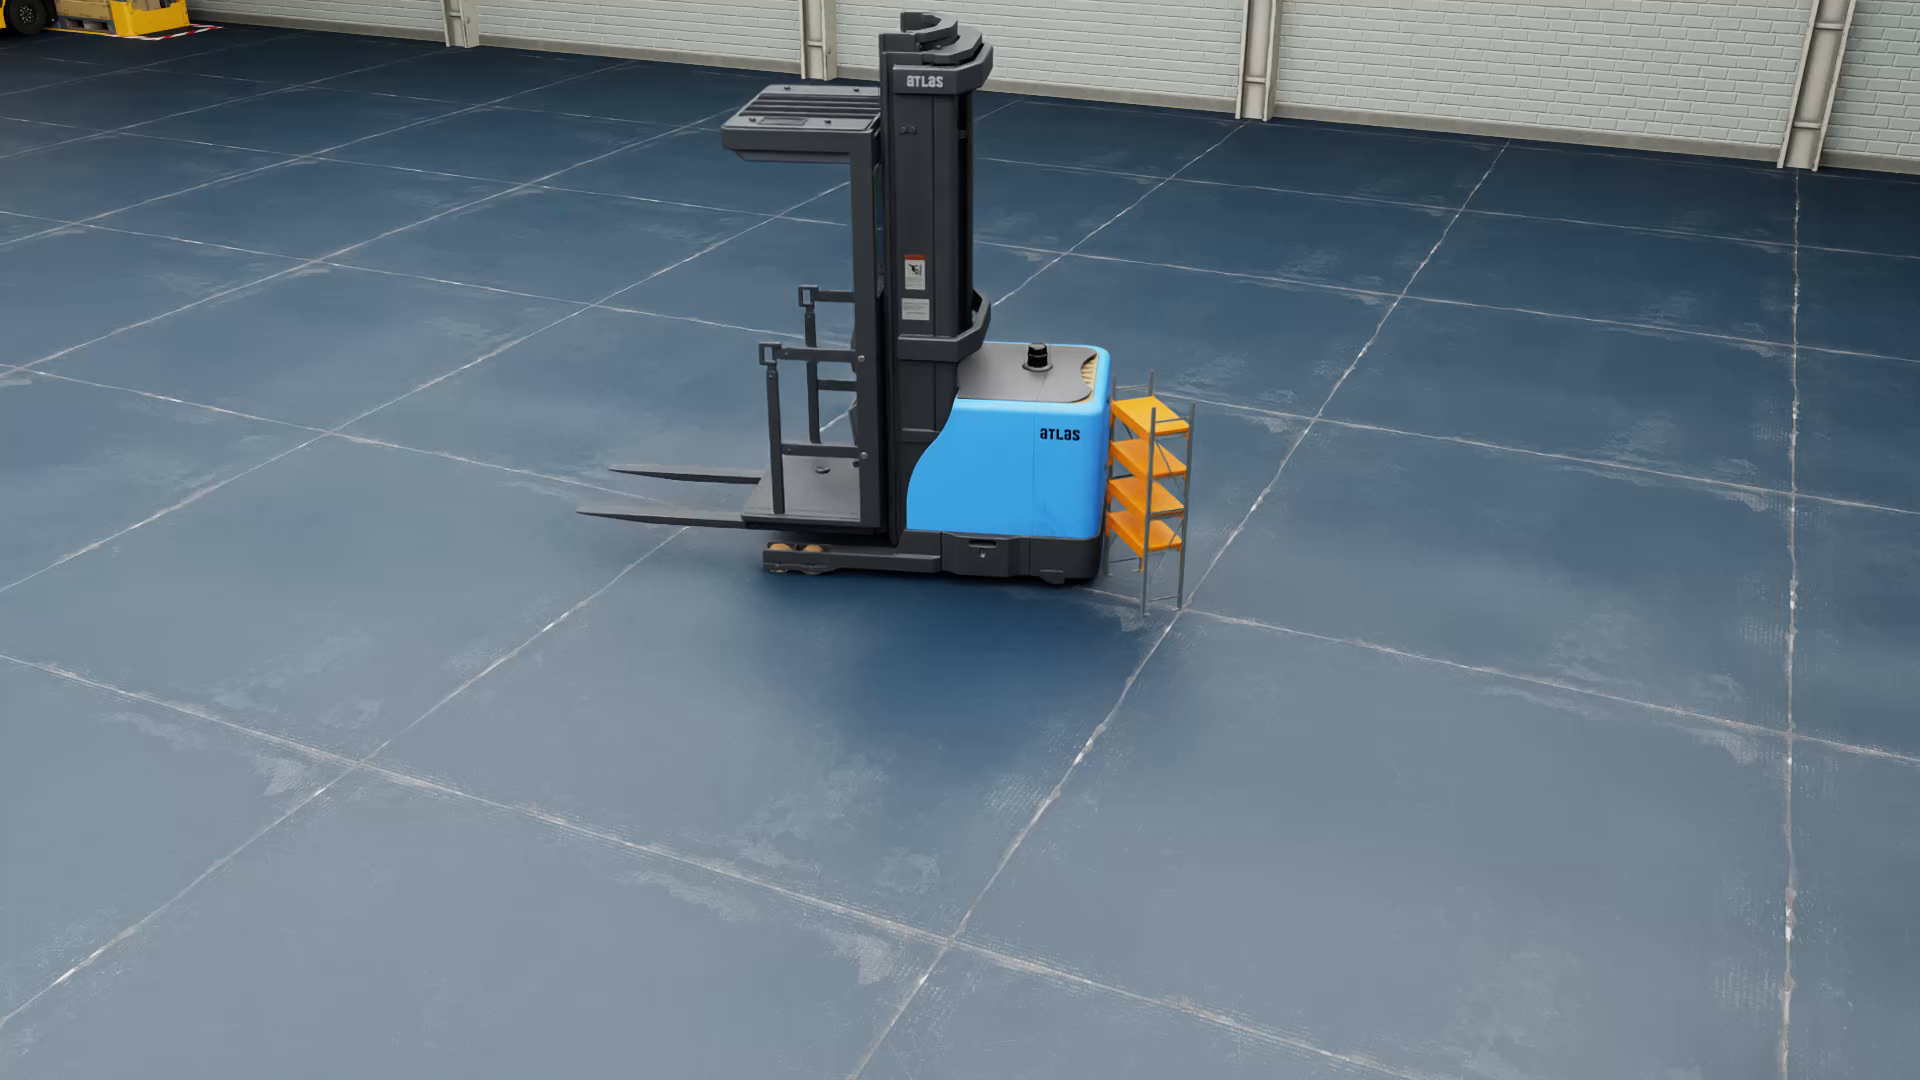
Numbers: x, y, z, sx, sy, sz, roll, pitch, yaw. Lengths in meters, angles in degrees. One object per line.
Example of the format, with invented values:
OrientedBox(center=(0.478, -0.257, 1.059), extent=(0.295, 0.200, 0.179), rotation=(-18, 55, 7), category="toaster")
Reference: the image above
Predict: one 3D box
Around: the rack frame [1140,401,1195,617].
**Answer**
OrientedBox(center=(1.082, -0.147, 8.691), extent=(0.240, 1.200, 0.015), rotation=(-9, 28, -17), category="rack frame")

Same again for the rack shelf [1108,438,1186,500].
OrientedBox(center=(1.001, -0.389, 8.828), extent=(0.258, 0.148, 0.480), rotation=(-9, 28, -17), category="rack shelf")

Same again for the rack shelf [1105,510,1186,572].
OrientedBox(center=(1.001, -0.010, 9.015), extent=(0.258, 0.148, 0.480), rotation=(-9, 28, -17), category="rack shelf")

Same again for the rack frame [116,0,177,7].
OrientedBox(center=(-12.553, -9.277, 25.197), extent=(0.127, 3.000, 1.000), rotation=(11, 28, 22), category="rack frame")

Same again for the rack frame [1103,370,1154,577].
OrientedBox(center=(0.921, -0.351, 9.104), extent=(0.240, 1.200, 0.015), rotation=(-9, 28, -17), category="rack frame")

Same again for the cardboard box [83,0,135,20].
OrientedBox(center=(-13.111, -8.191, 25.628), extent=(0.500, 0.250, 0.500), rotation=(12, 28, 22), category="cardboard box")

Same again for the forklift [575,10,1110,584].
OrientedBox(center=(-0.680, -1.344, 9.162), extent=(3.031, 2.935, 1.130), rotation=(3, 26, 6), category="forklift")

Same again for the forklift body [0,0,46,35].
OrientedBox(center=(-15.034, -8.510, 24.599), extent=(1.214, 2.155, 2.313), rotation=(11, 28, 22), category="forklift body")

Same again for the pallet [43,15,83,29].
OrientedBox(center=(-14.373, -8.373, 26.517), extent=(1.213, 0.211, 1.003), rotation=(11, 28, 22), category="pallet")

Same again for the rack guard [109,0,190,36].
OrientedBox(center=(-12.531, -8.151, 25.740), extent=(0.348, 0.500, 1.175), rotation=(11, 28, 22), category="rack guard")

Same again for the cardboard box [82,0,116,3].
OrientedBox(center=(-13.125, -8.420, 25.527), extent=(0.500, 0.250, 0.500), rotation=(11, 28, 21), category="cardboard box")

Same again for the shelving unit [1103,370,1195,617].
OrientedBox(center=(1.001, -0.249, 8.897), extent=(0.258, 1.200, 0.503), rotation=(-9, 28, -17), category="shelving unit")

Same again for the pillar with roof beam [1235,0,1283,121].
OrientedBox(center=(1.790, -7.436, 14.666), extent=(0.400, 9.000, 9.100), rotation=(11, 28, 22), category="pillar with roof beam")

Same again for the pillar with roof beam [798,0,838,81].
OrientedBox(center=(-3.672, -8.533, 16.894), extent=(0.400, 9.000, 9.100), rotation=(11, 28, 22), category="pillar with roof beam")

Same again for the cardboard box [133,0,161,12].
OrientedBox(center=(-12.919, -8.400, 26.054), extent=(0.500, 0.250, 0.500), rotation=(11, 28, 22), category="cardboard box")

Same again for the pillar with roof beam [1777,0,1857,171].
OrientedBox(center=(7.252, -6.339, 12.438), extent=(0.400, 9.000, 9.100), rotation=(11, 28, 22), category="pillar with roof beam")

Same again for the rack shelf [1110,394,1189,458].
OrientedBox(center=(1.001, -0.601, 8.724), extent=(0.258, 0.148, 0.480), rotation=(-9, 28, -17), category="rack shelf")

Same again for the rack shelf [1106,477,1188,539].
OrientedBox(center=(1.001, -0.189, 8.927), extent=(0.258, 0.148, 0.480), rotation=(-9, 28, -17), category="rack shelf")

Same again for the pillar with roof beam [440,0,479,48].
OrientedBox(center=(-9.134, -9.630, 19.123), extent=(0.400, 9.000, 9.100), rotation=(11, 28, 22), category="pillar with roof beam")

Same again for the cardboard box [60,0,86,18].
OrientedBox(center=(-13.560, -8.286, 25.821), extent=(0.500, 0.250, 0.500), rotation=(11, 28, 22), category="cardboard box")

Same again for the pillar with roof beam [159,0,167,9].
OrientedBox(center=(-14.596, -10.727, 21.351), extent=(0.400, 9.000, 9.100), rotation=(11, 28, 22), category="pillar with roof beam")

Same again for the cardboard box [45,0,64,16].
OrientedBox(center=(-14.012, -8.381, 26.014), extent=(0.500, 0.250, 0.500), rotation=(12, 29, 22), category="cardboard box")

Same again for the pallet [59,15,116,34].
OrientedBox(center=(-13.266, -8.149, 26.063), extent=(1.213, 0.211, 1.003), rotation=(11, 28, 22), category="pallet")
